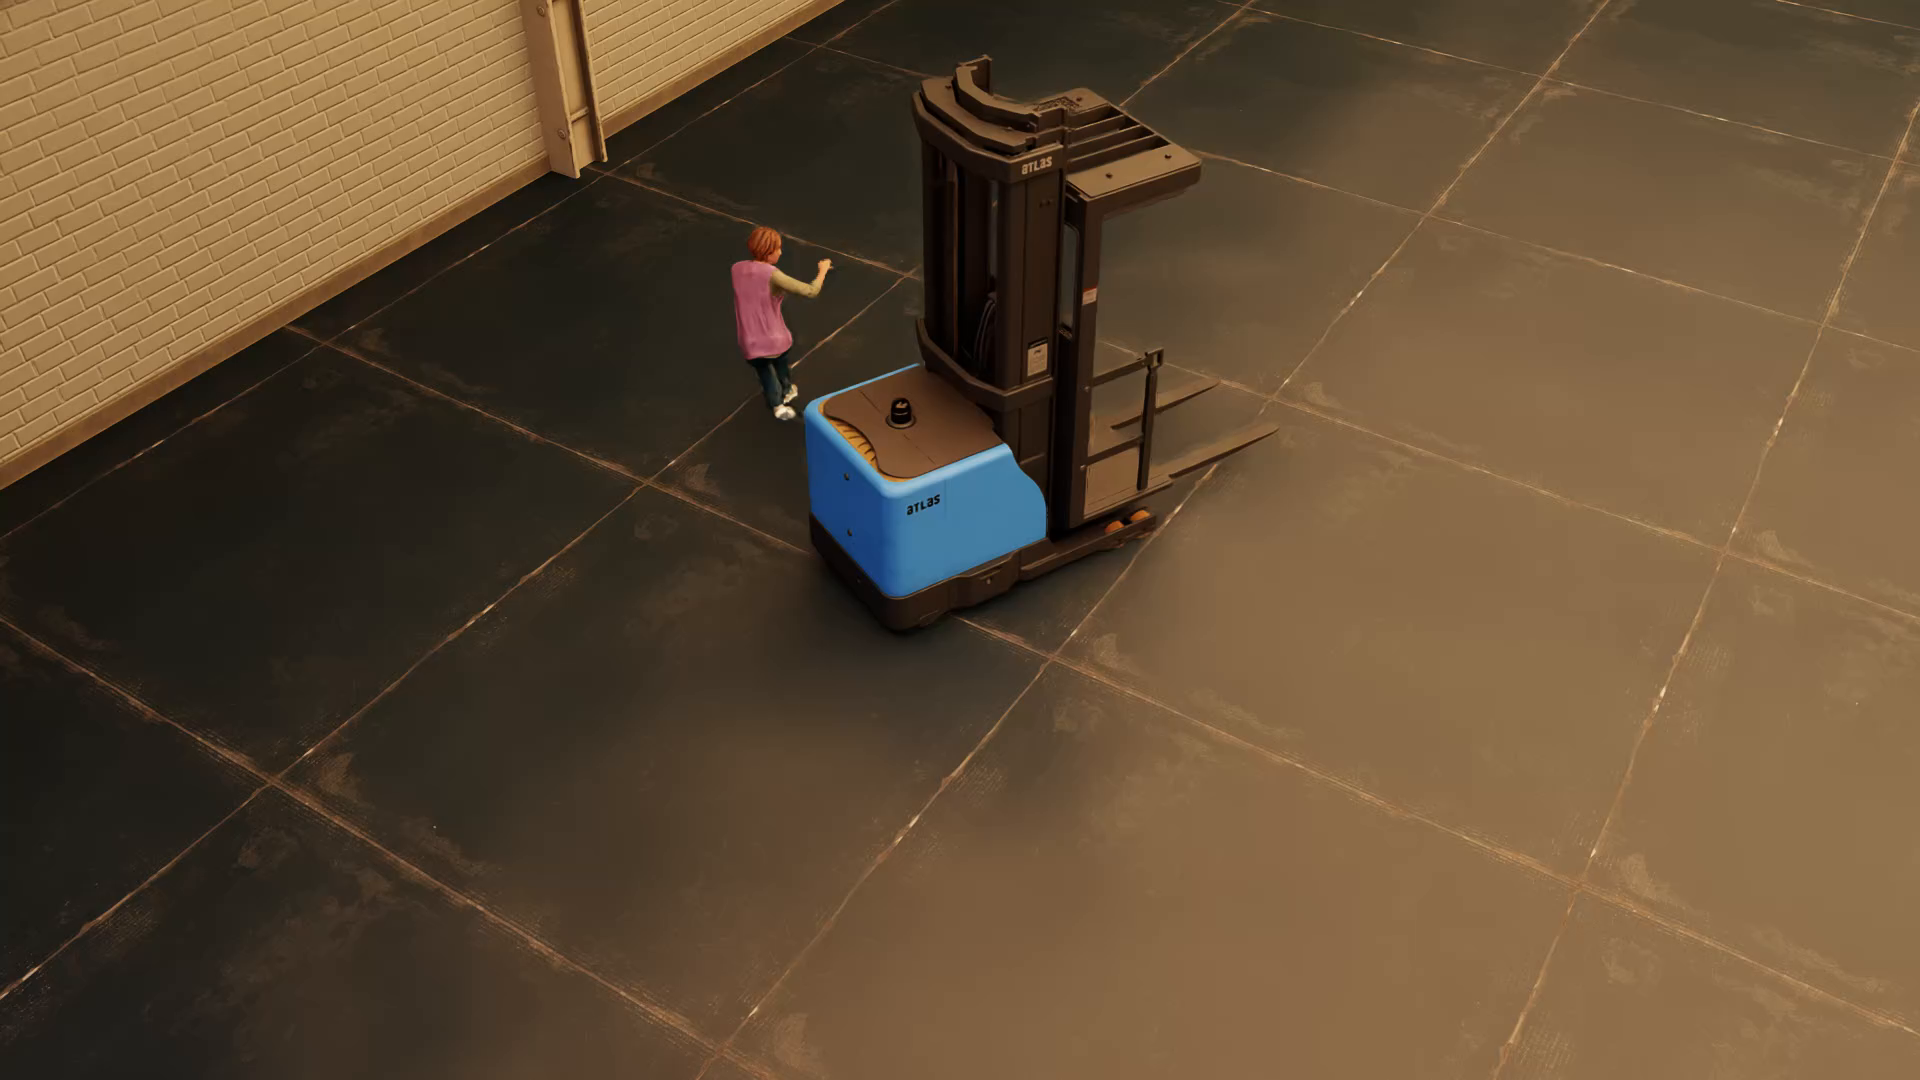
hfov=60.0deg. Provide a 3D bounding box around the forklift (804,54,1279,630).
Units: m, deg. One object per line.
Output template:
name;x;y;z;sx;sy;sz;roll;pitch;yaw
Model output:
forklift;0.612;-1.333;9.540;3.031;2.935;1.130;-22;45;-24

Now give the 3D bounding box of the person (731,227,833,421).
person;-1.159;-1.476;10.961;0.674;1.335;0.988;1;40;2
